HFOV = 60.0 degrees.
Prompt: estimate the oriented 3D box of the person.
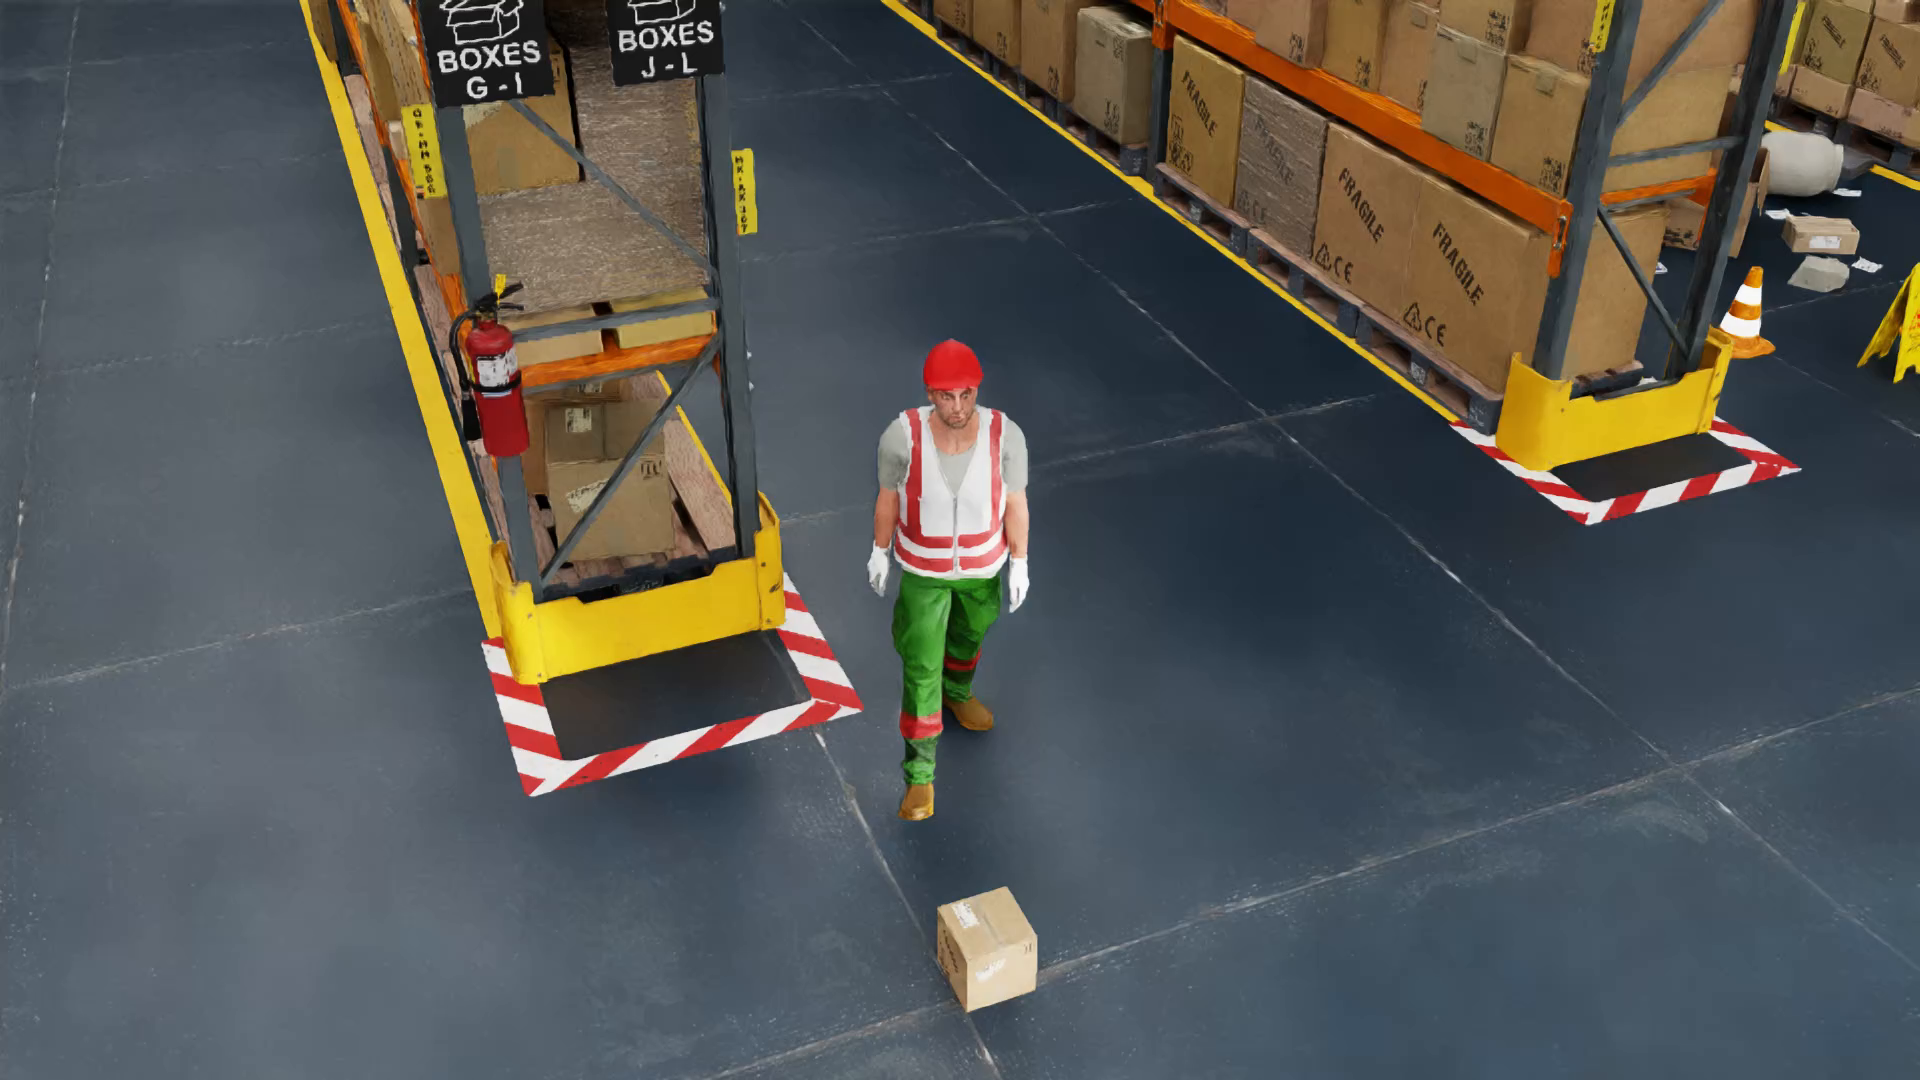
[{"bbox_3d":[-0.025,0.120,5.925,0.571,1.766,0.838,-5,34,-8],"label":"person"}]
